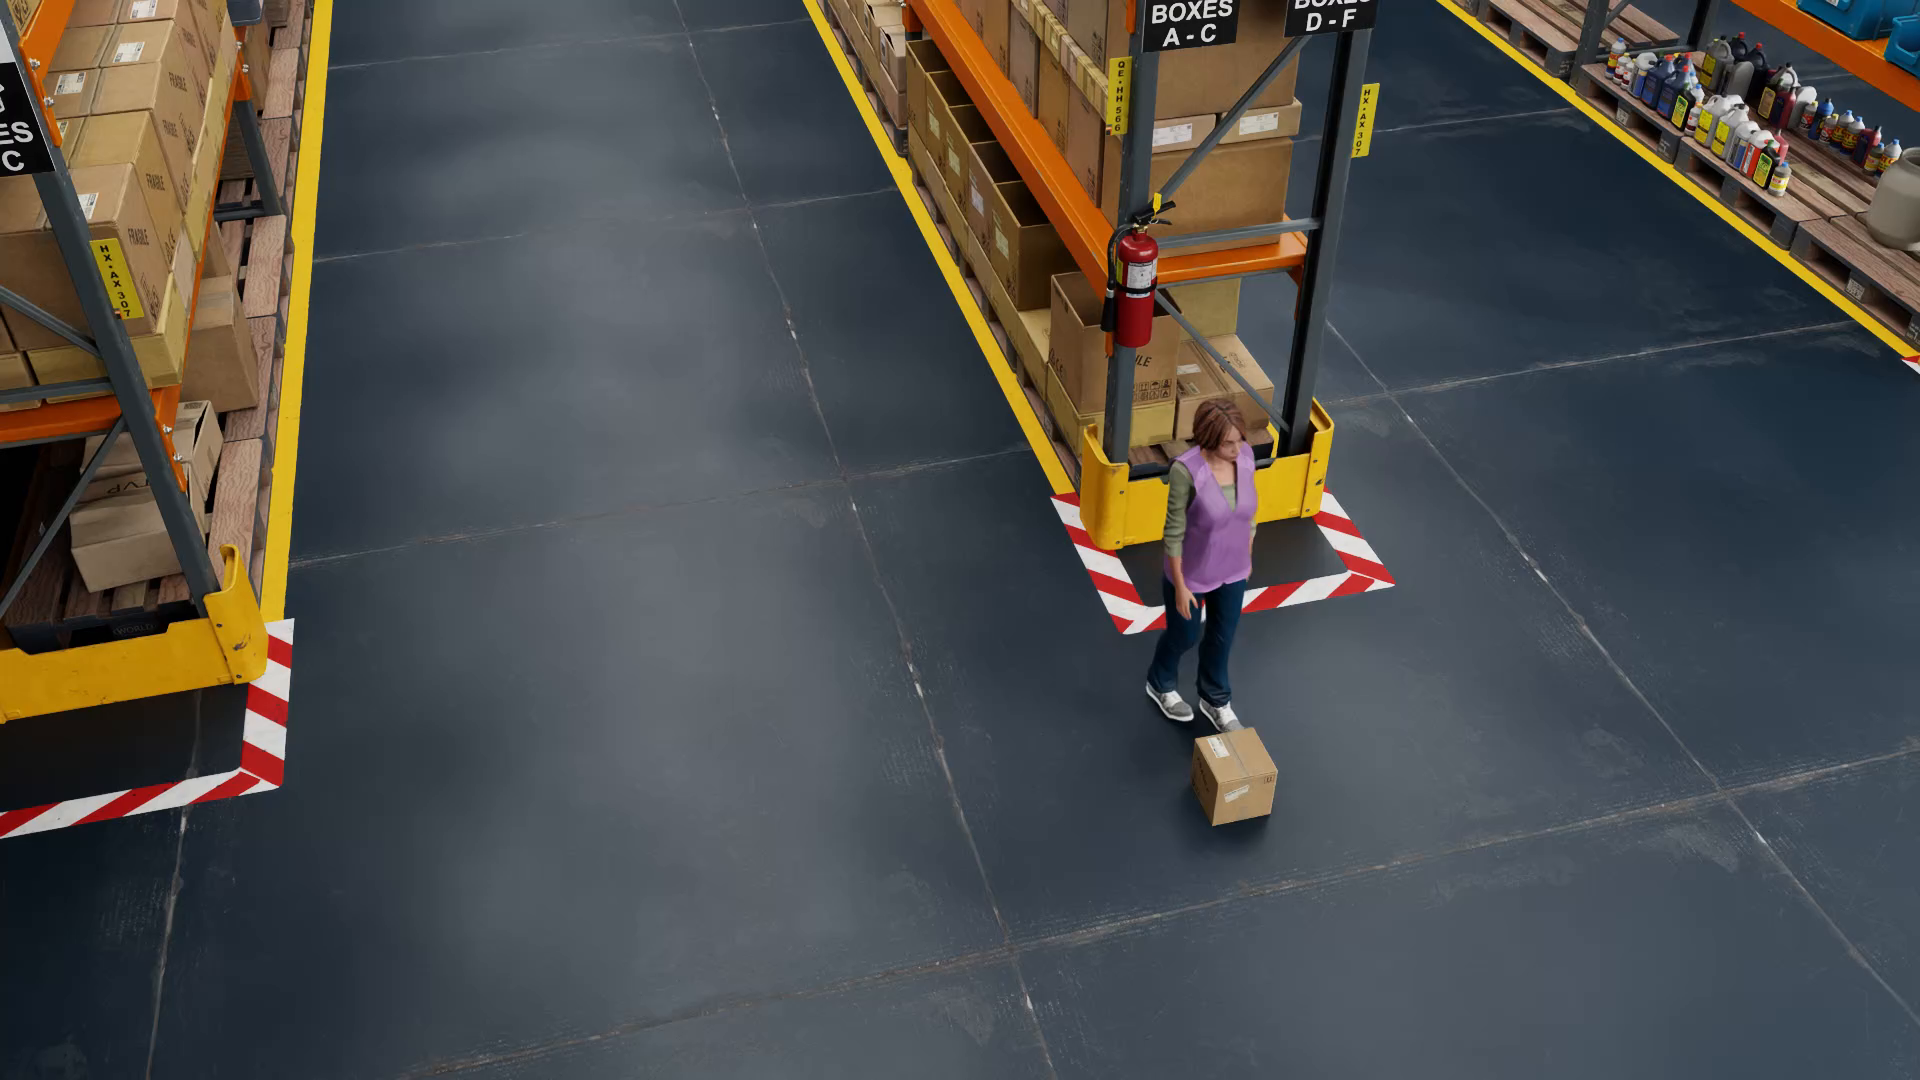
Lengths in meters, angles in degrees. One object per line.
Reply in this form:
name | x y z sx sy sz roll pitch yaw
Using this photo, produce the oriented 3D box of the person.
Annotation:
person | 0.979 0.125 6.557 0.430 1.612 0.460 -17 42 -20
